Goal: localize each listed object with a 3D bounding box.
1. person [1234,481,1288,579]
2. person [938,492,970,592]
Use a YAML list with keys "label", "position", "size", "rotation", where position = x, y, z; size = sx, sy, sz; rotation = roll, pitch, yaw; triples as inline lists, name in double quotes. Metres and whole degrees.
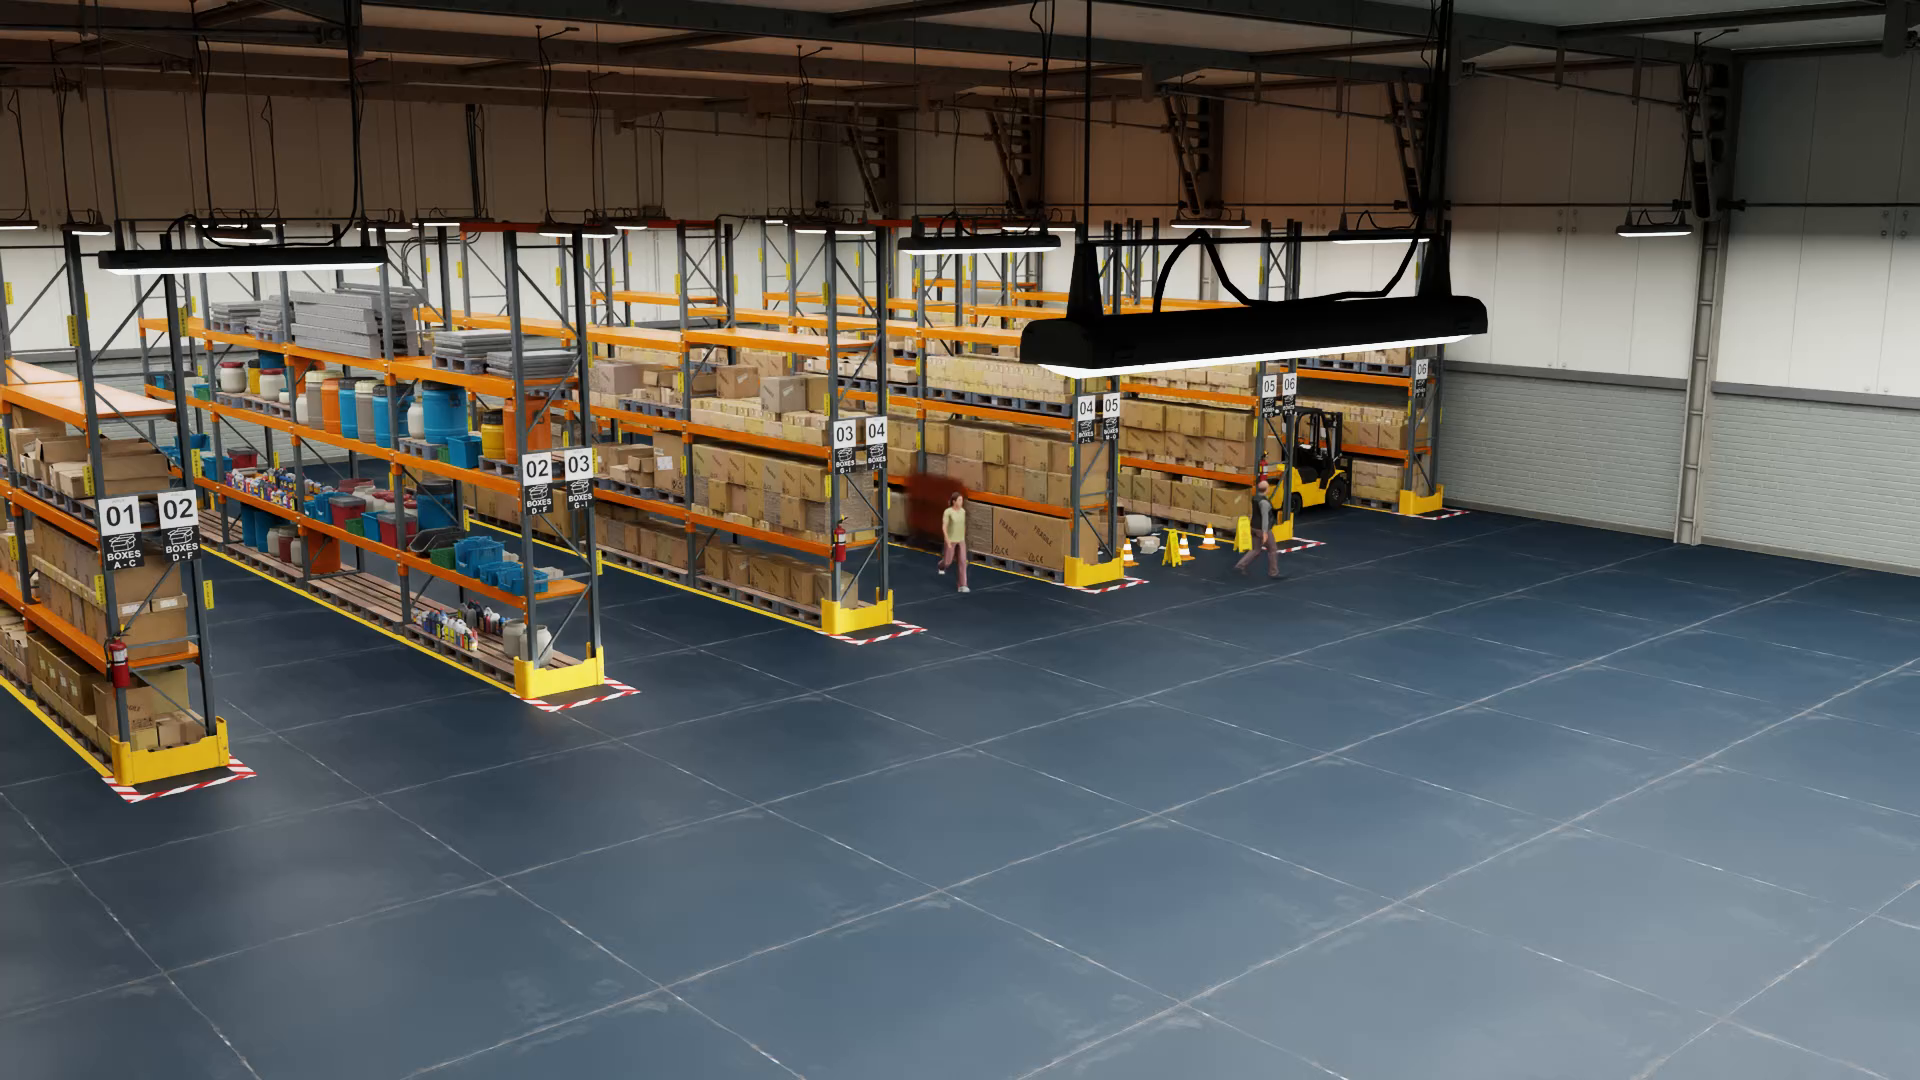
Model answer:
- label: "person"
  position: [5.160, -0.177, 28.475]
  size: [0.873, 1.692, 0.573]
  rotation: [-3, 12, -14]
- label: "person"
  position: [-0.061, 0.019, 27.513]
  size: [0.522, 1.627, 0.958]
  rotation: [-7, 13, -32]
